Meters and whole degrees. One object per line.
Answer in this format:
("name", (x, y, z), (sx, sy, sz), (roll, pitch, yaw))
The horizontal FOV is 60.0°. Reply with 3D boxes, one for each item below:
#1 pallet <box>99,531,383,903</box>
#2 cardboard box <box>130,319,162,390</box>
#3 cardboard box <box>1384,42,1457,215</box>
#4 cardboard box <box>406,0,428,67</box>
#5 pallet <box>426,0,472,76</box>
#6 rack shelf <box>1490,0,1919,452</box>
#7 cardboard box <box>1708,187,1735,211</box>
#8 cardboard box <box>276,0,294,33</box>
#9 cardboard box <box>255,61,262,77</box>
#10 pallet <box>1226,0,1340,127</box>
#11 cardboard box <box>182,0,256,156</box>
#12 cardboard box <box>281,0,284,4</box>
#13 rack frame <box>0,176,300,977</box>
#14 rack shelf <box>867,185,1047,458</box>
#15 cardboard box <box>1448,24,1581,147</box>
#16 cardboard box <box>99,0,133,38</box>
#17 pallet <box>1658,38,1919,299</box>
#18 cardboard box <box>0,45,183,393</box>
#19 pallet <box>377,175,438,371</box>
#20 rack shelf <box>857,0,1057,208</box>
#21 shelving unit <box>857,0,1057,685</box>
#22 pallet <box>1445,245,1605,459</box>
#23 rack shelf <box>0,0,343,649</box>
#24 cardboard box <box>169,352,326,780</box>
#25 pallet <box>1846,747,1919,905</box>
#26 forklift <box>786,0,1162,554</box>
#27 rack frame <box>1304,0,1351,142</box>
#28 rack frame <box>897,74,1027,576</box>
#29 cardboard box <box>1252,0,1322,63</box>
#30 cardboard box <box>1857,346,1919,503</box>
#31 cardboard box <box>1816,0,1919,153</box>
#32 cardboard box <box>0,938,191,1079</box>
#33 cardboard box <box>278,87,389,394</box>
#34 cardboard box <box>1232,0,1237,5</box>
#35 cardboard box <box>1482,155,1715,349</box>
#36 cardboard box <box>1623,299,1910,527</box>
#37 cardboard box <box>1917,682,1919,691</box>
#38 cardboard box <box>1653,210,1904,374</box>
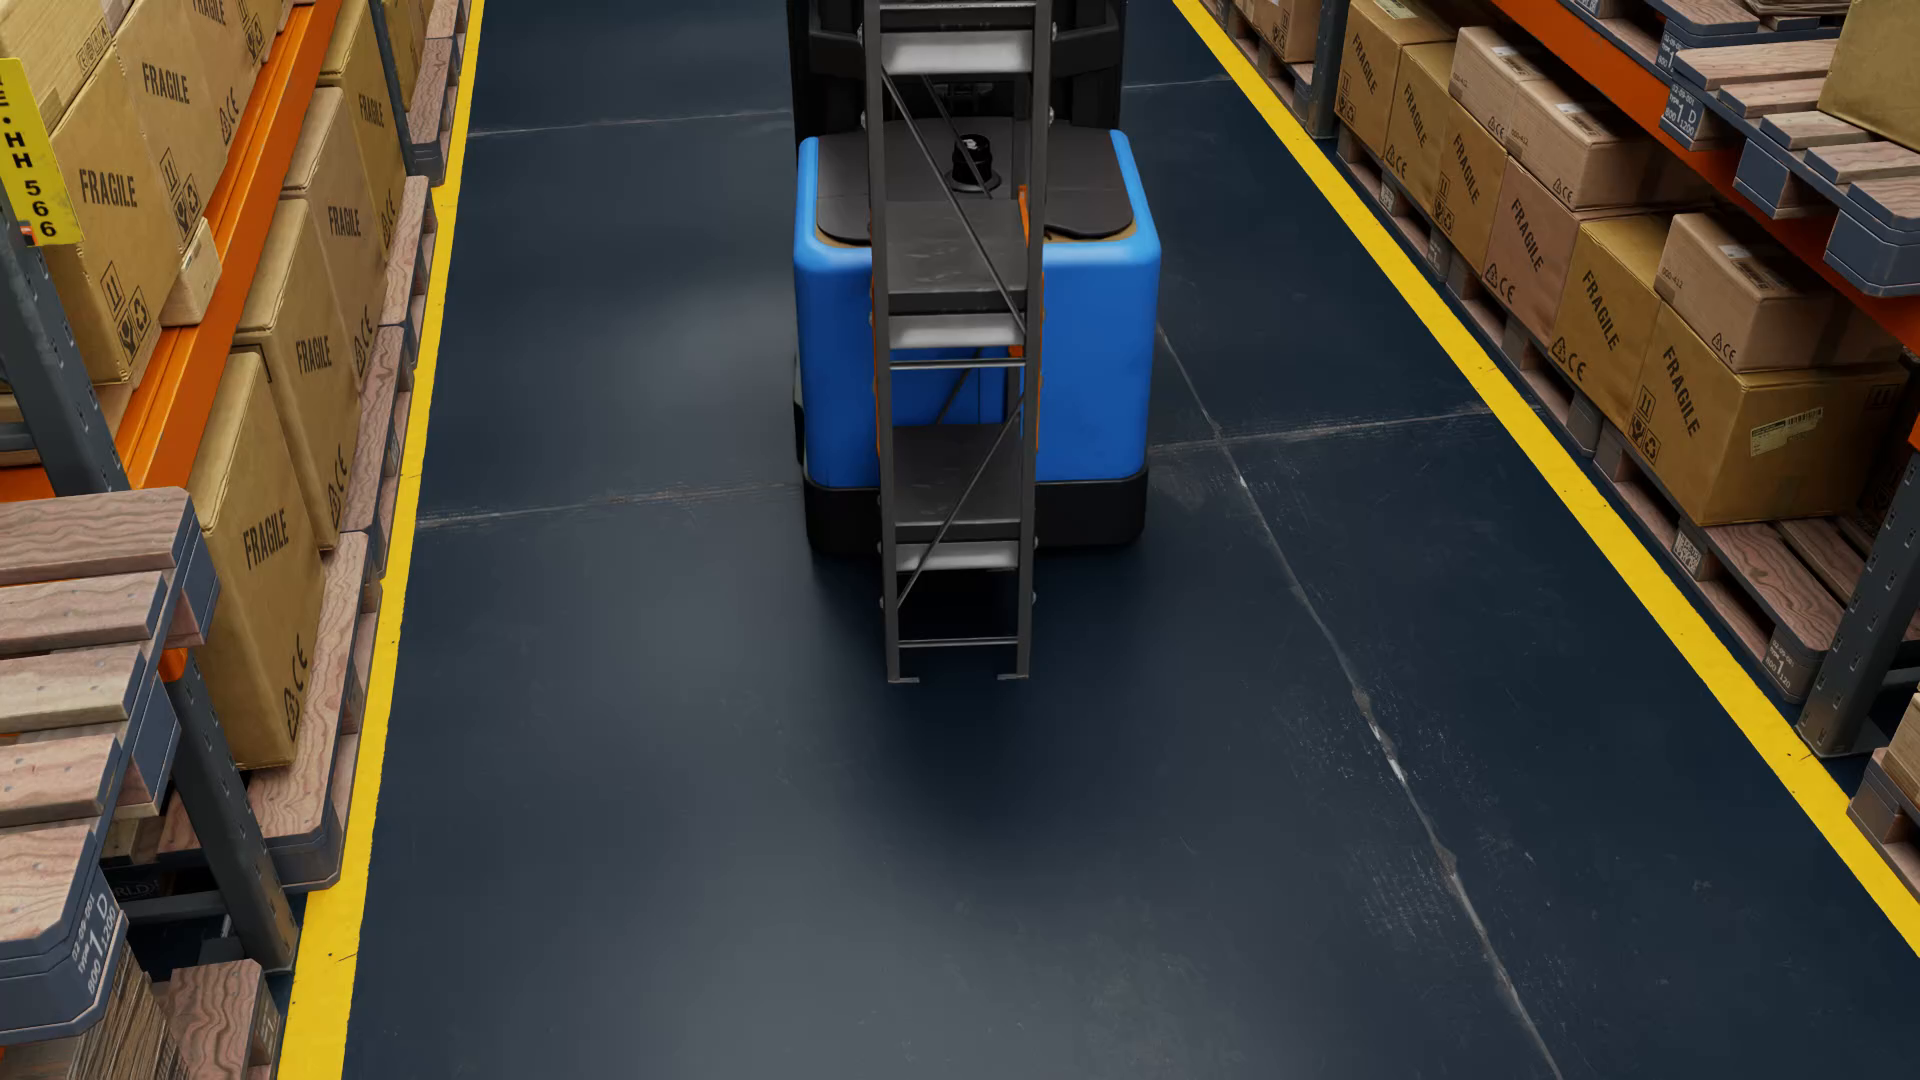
("pallet", (-2.144, 0.473, 4.469), (1.003, 0.211, 1.213), (-6, 38, -8))
("cardboard box", (-1.945, -0.430, 3.546), (0.380, 0.149, 0.250), (-6, 38, -7))
("cardboard box", (2.044, -1.642, 6.598), (0.500, 0.500, 0.500), (-6, 38, -7))
("cardboard box", (-2.896, -2.505, 7.725), (0.700, 0.500, 0.500), (-7, 38, -8))
("pallet", (-3.055, -2.665, 8.508), (1.003, 0.211, 1.213), (-6, 38, -8))
("rack shelf", (2.446, -1.603, 5.455), (1.077, 0.370, 4.000), (-6, 38, -8))
("cardboard box", (2.721, -1.105, 5.906), (0.500, 0.500, 0.500), (-7, 38, -9))
("cardboard box", (-2.293, -1.676, 5.150), (0.380, 0.149, 0.250), (-6, 38, -8))
("cardboard box", (-2.229, -1.361, 4.746), (0.380, 0.149, 0.250), (-5, 38, -7))
("pallet", (1.975, -2.409, 8.178), (1.003, 0.211, 1.213), (-6, 38, -8))
("cardboard box", (-2.082, -1.247, 4.070), (0.500, 0.500, 0.500), (-6, 38, -8))
("cardboard box", (-2.273, -1.862, 4.861), (0.500, 0.500, 0.500), (-6, 38, -8))
("rack frame", (-2.080, -0.144, 2.990), (1.000, 3.000, 0.127), (-6, 38, -8))
("rack shelf", (-0.018, -0.568, 4.292), (0.431, 0.518, 0.480), (-2, 38, -2))
("cardboard box", (2.115, -1.655, 6.003), (0.500, 0.250, 0.500), (-6, 38, -8))
("cardboard box", (-2.001, -1.231, 3.439), (0.500, 0.250, 0.500), (-7, 38, -9))
("pallet", (2.608, -1.005, 4.255), (1.213, 0.211, 1.003), (-6, 38, -8))
("cardboard box", (-1.913, -0.630, 3.275), (0.500, 0.500, 0.500), (-5, 38, -7))
("pallet", (-2.572, -1.001, 6.366), (1.003, 0.211, 1.213), (-6, 38, -8))
("rack shelf", (-0.018, -1.121, 3.862), (0.431, 0.518, 0.480), (-2, 38, -2))
("shelving unit", (-0.018, -0.579, 4.283), (0.431, 2.100, 0.503), (-2, 38, -2))
("pallet", (2.492, -0.768, 6.067), (1.003, 0.211, 1.213), (-6, 38, -8))
("rack shelf", (-2.431, -1.068, 4.766), (1.077, 0.370, 4.000), (-6, 38, -8))
("cardboard box", (-2.080, 0.081, 4.111), (0.750, 0.750, 0.750), (-7, 38, -9))
("pallet", (2.902, 0.924, 3.889), (1.003, 0.211, 1.213), (-6, 38, -8))
("forklift", (-0.025, -2.000, 5.436), (1.130, 2.935, 3.031), (-2, 38, -2))
("rack frame", (2.095, -3.095, 6.789), (1.000, 3.000, 0.127), (-6, 38, -8))
("rack frame", (-0.031, -0.728, 4.476), (0.400, 2.100, 0.015), (-2, 38, -2))
("cardboard box", (1.716, -2.595, 7.824), (0.500, 0.500, 0.500), (-6, 38, -8))
("cardboard box", (2.900, -0.487, 5.111), (0.500, 0.500, 0.500), (-8, 38, -10))
("cardboard box", (2.575, -1.253, 3.994), (0.700, 0.500, 0.500), (-19, 42, -23))
("cardboard box", (-1.903, 1.099, 3.070), (0.700, 0.500, 0.500), (-6, 38, -7))
("cardboard box", (-2.381, -0.962, 5.453), (0.750, 0.750, 0.750), (-5, 38, -7))
("cardboard box", (1.584, -2.974, 8.466), (0.500, 0.311, 0.500), (-6, 38, -8))
("cardboard box", (2.213, -1.034, 5.815), (0.500, 0.500, 0.500), (-8, 38, -10))
("cardboard box", (2.401, -0.405, 5.006), (0.500, 0.500, 0.500), (-5, 38, -6))
("cardboard box", (2.599, 0.367, 3.774), (0.500, 0.311, 0.500), (-5, 38, -6))
("cardboard box", (2.387, -0.735, 4.819), (0.500, 0.250, 0.500), (-5, 38, -6))
